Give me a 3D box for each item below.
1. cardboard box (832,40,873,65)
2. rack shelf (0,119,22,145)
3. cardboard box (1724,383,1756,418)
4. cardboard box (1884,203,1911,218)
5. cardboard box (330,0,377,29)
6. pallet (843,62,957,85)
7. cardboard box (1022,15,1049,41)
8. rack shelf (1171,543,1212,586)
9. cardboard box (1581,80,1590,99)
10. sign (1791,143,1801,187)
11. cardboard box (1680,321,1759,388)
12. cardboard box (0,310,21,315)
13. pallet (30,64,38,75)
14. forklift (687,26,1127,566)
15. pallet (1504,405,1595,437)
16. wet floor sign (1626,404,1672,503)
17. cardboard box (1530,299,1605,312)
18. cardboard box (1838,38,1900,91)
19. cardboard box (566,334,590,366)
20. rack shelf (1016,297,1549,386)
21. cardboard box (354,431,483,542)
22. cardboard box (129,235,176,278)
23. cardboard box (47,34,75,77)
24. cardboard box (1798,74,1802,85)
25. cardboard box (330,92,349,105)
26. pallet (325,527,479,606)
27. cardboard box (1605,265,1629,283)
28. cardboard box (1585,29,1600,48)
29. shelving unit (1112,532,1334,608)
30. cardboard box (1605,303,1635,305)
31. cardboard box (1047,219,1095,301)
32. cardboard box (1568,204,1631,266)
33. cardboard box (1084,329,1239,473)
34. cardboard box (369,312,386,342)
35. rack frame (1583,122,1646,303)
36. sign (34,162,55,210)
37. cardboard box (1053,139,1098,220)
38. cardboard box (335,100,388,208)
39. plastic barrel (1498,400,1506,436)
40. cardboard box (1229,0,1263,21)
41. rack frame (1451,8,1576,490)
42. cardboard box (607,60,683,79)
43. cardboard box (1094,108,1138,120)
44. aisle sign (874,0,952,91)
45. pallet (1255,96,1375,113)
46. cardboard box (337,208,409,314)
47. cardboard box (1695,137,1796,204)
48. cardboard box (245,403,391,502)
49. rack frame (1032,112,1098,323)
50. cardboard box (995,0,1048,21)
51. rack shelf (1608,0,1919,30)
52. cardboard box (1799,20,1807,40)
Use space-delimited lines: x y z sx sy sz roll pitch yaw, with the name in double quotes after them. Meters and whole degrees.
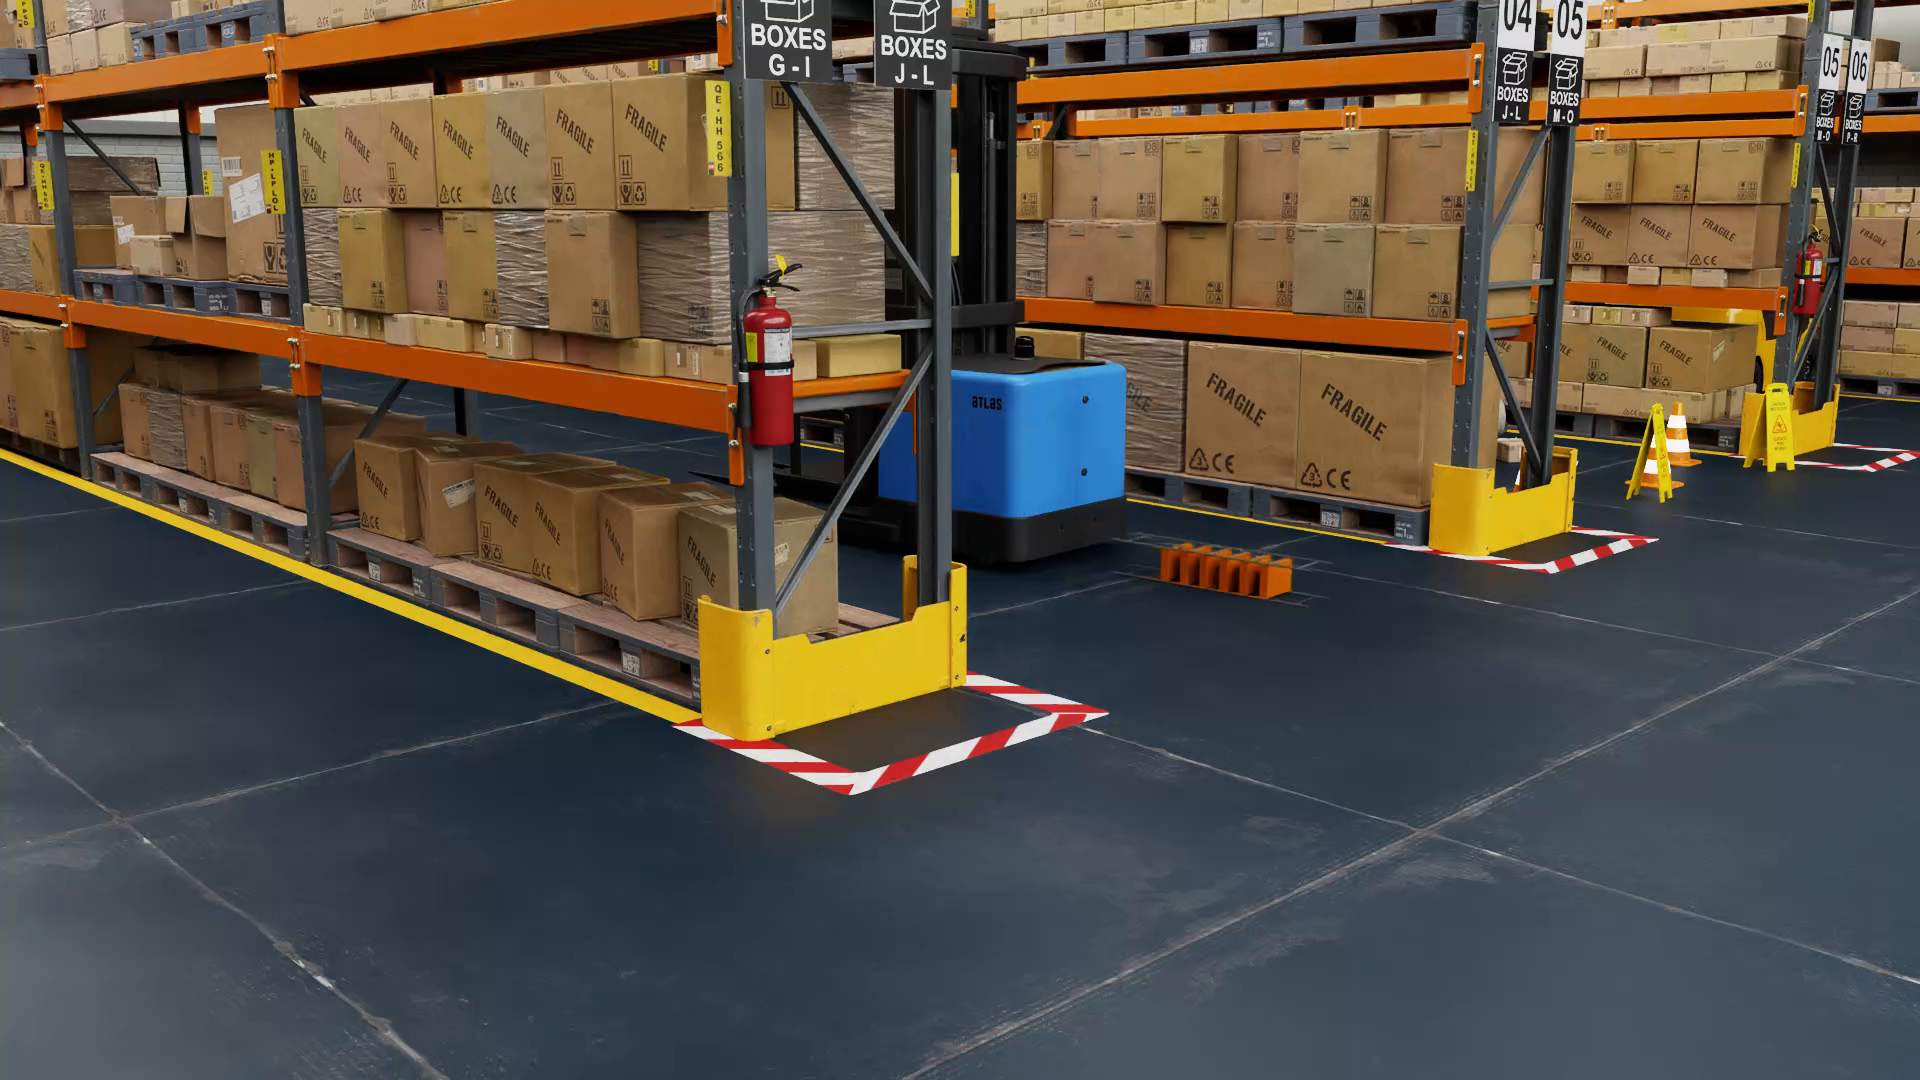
-0.910 -3.968 13.237 0.500 0.311 0.500 11 16 43 "cardboard box"
-10.103 -3.963 16.061 1.077 0.370 4.000 -11 16 -43 "rack shelf"
6.375 -1.199 14.070 0.500 0.250 0.500 -11 16 -43 "cardboard box"
9.545 -3.334 16.804 0.380 0.149 0.250 -11 16 -42 "cardboard box"
-2.703 -2.604 8.057 0.500 0.250 0.500 -11 16 -43 "cardboard box"
-0.209 -3.565 12.823 1.217 0.209 0.805 11 16 43 "pallet"
0.646 -3.526 11.491 0.380 0.149 0.250 -11 16 -42 "cardboard box"
1.234 0.126 8.818 0.103 0.180 0.258 10 15 40 "rack shelf"
5.191 -3.761 13.921 0.380 0.149 0.250 -11 16 -43 "cardboard box"
6.317 -2.831 12.567 0.100 0.325 0.005 -11 16 -43 "sign"
6.359 -1.570 14.011 0.500 0.500 0.500 11 16 43 "cardboard box"
-7.648 -1.498 13.974 0.875 0.875 1.225 11 16 43 "cardboard box"
-7.217 -3.596 12.968 1.003 0.211 1.213 -10 15 -40 "pallet"
-0.465 -1.520 10.027 3.031 2.935 1.130 10 16 41 "forklift"
5.306 -1.130 14.875 1.003 0.211 1.213 -11 16 -43 "pallet"
4.674 -0.598 11.214 0.232 0.644 0.267 8 14 35 "wet floor sign"
7.189 -2.577 19.830 0.875 0.625 0.625 -10 15 -40 "cardboard box"
9.203 -4.843 17.014 0.700 0.500 0.500 -11 16 -42 "cardboard box"
-1.467 -0.839 7.174 0.380 0.149 0.250 -11 16 -43 "cardboard box"
1.841 -1.419 11.147 1.077 0.370 4.000 -11 16 -43 "rack shelf"
-2.950 -0.304 9.107 0.500 0.500 0.500 11 16 43 "cardboard box"
-4.969 -1.826 10.671 0.500 0.250 0.500 11 16 44 "cardboard box"
-5.819 -3.262 11.248 0.500 0.250 0.500 -11 16 -42 "cardboard box"
6.738 -3.623 13.254 0.380 0.149 0.250 -11 16 -42 "cardboard box"
-7.011 -5.203 19.431 0.500 0.250 0.500 -11 16 -42 "cardboard box"
-2.708 0.072 9.037 1.003 0.211 1.213 -11 16 -43 "pallet"
5.628 -2.238 13.961 0.380 0.149 0.250 -11 16 -42 "cardboard box"
5.202 -4.148 13.823 0.380 0.149 0.250 -10 16 -41 "cardboard box"
1.359 0.148 8.713 1.200 0.189 0.258 10 15 40 "shelving unit"
7.665 -2.694 18.850 0.500 0.250 0.500 -11 16 -43 "cardboard box"
1.119 -2.007 11.848 0.875 0.550 0.550 -11 16 -43 "cardboard box"
5.473 -2.566 13.949 0.500 0.500 0.500 -11 16 -43 "cardboard box"
1.469 -0.995 11.534 0.875 0.875 0.875 -11 16 -42 "cardboard box"
-2.731 -1.084 8.362 0.380 0.149 0.250 -11 16 -43 "cardboard box"
7.558 -3.460 19.270 1.000 3.000 0.127 -11 16 -43 "rack frame"
-6.359 -2.460 11.546 0.100 0.325 0.005 -11 16 -43 "sign"
1.154 -2.543 11.771 0.875 0.550 0.550 -11 16 -43 "cardboard box"
-2.724 -1.897 8.223 0.500 0.500 0.500 -11 16 -43 "cardboard box"
4.211 -1.012 13.776 0.512 0.421 0.421 -1 12 -4 "plastic barrel"
1.870 -3.267 10.234 0.380 0.149 0.250 -11 16 -42 "cardboard box"
3.222 -1.479 9.657 1.000 3.000 0.127 -11 16 -43 "rack frame"
-2.881 -4.213 15.244 0.500 0.500 0.500 -11 16 -43 "cardboard box"
1.855 -4.730 17.753 0.700 0.500 0.500 -11 16 -43 "cardboard box"
-0.175 -2.109 6.271 0.394 0.787 0.004 -11 16 -43 "aisle sign"
3.621 -4.250 16.136 1.213 0.211 1.003 -11 16 -43 "pallet"
-2.611 -1.429 8.429 0.875 0.500 0.500 -11 16 -43 "cardboard box"
6.222 -2.912 13.150 0.500 0.500 0.700 11 16 44 "cardboard box"
-3.922 -0.543 10.215 0.700 0.500 0.500 -11 16 -43 "cardboard box"
1.208 -3.351 18.744 1.000 3.000 0.127 -11 16 -43 "rack frame"
0.595 -3.749 11.585 0.500 0.250 0.500 -11 16 -42 "cardboard box"
8.939 -5.558 17.361 1.077 0.370 4.000 -11 16 -43 "rack shelf"
6.635 -4.001 13.109 0.380 0.149 0.250 -11 16 -43 "cardboard box"
